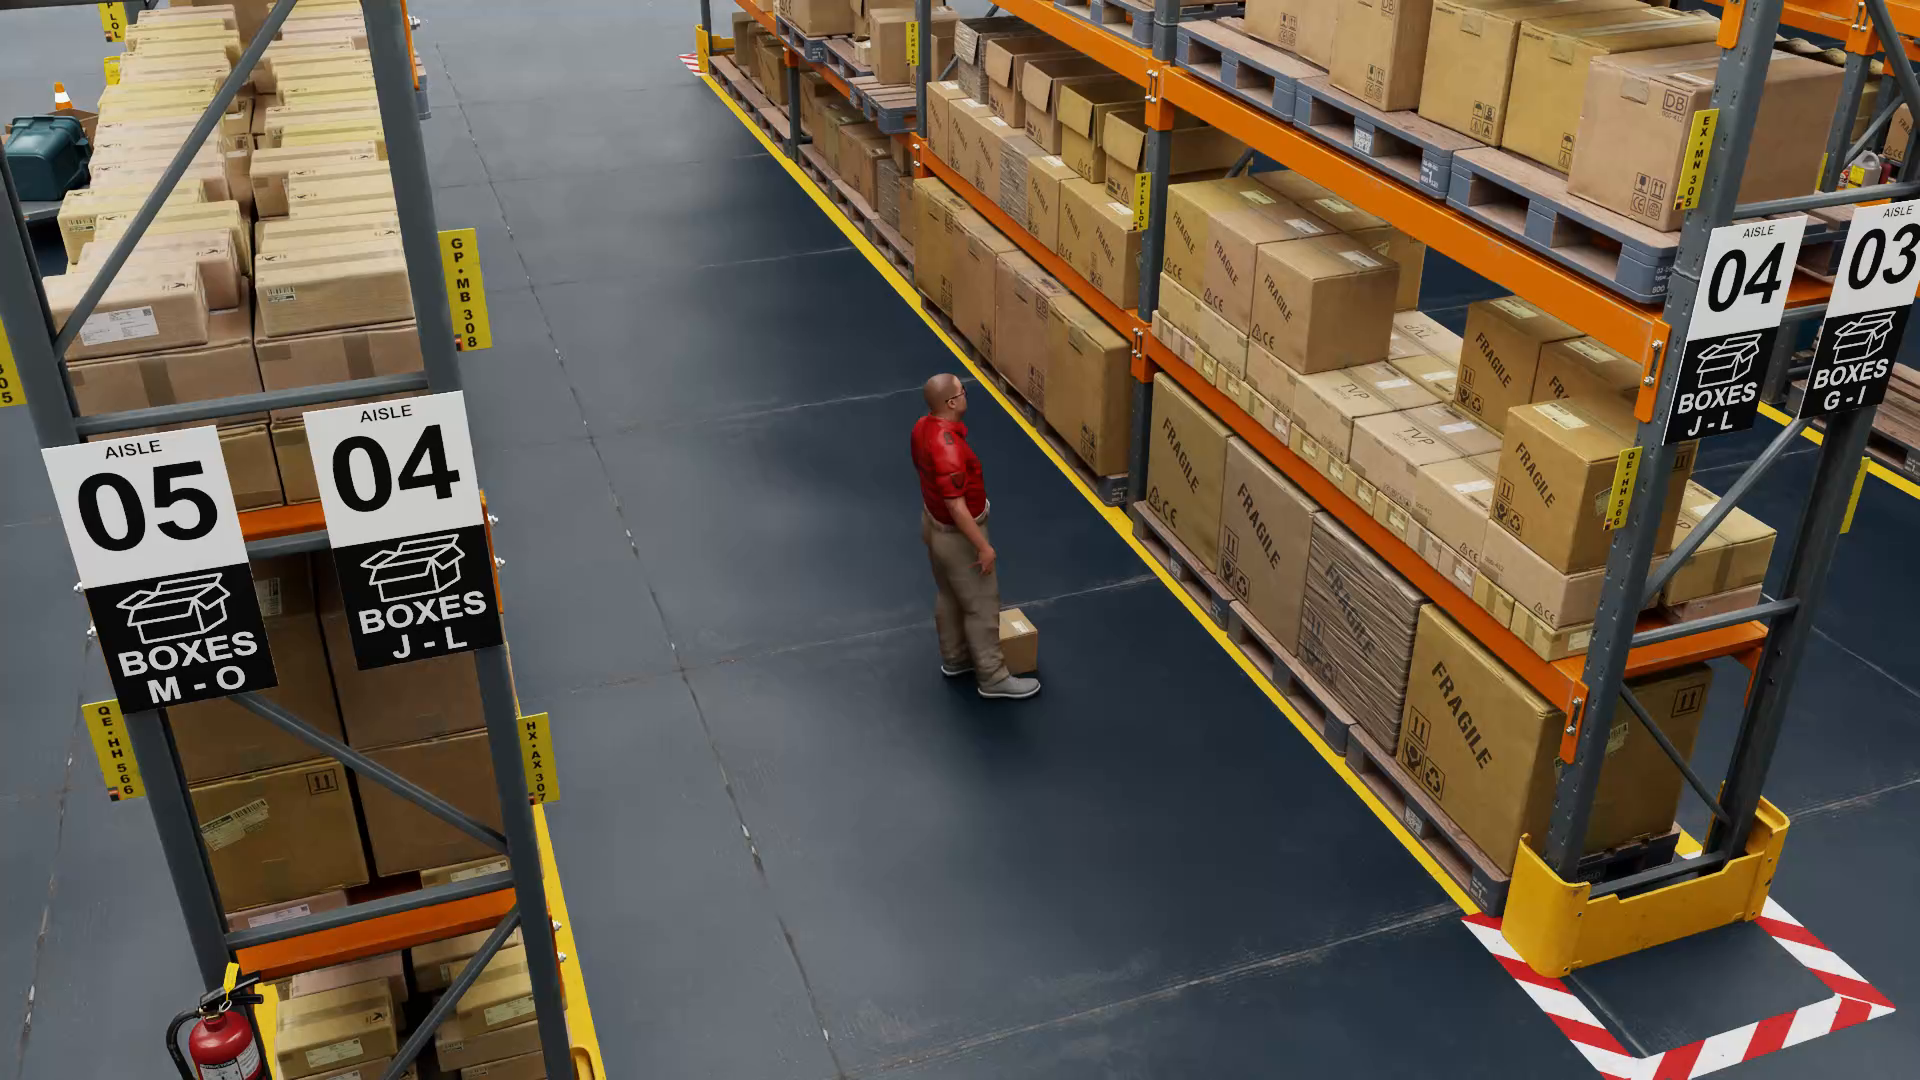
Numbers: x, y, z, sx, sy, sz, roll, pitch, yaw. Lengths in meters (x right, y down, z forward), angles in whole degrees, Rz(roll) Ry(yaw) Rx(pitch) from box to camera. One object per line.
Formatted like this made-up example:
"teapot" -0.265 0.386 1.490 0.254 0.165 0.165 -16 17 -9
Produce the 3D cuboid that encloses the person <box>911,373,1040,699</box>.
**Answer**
"person" 0.070 -0.043 8.422 0.551 1.727 0.640 -10 31 -18
